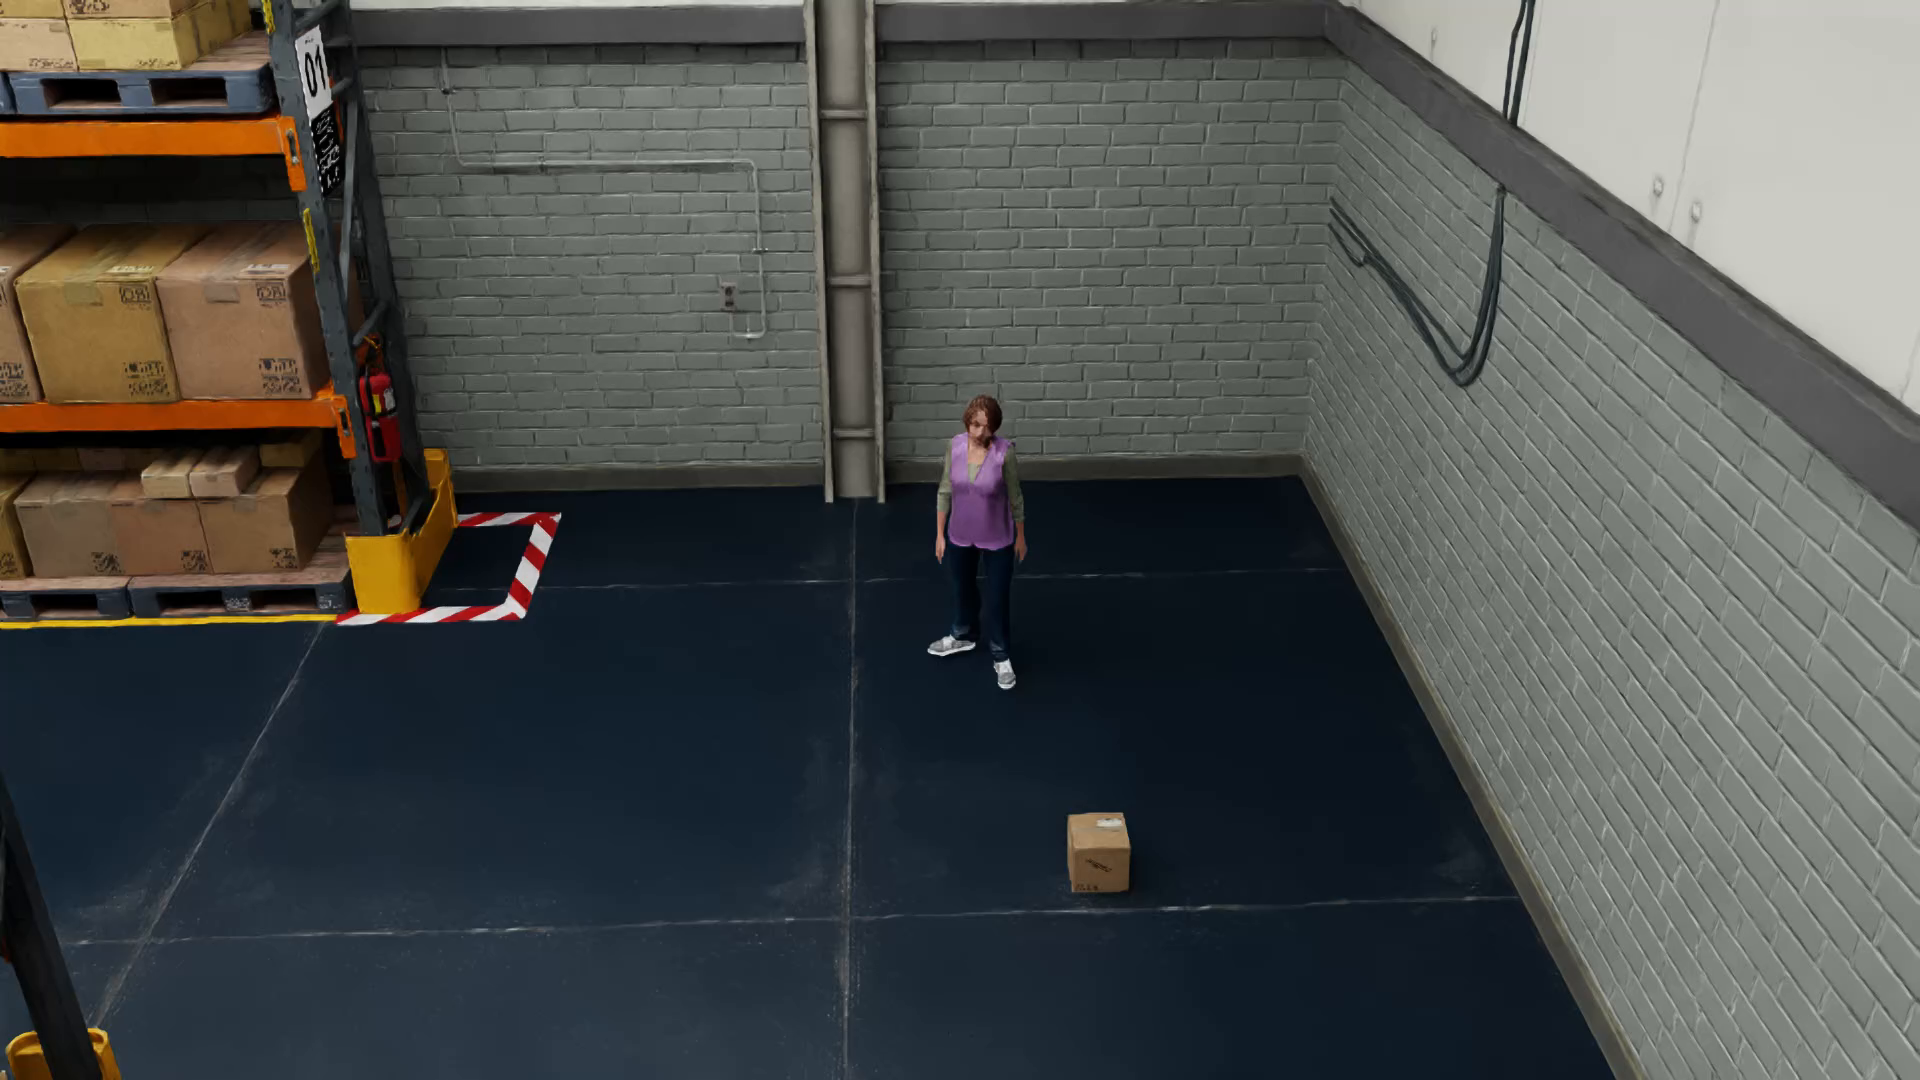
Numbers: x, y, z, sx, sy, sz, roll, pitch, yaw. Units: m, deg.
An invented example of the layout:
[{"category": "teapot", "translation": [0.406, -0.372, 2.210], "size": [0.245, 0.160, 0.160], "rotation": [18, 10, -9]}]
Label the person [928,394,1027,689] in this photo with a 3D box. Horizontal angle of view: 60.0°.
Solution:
[{"category": "person", "translation": [0.074, -0.020, 8.647], "size": [0.549, 1.604, 0.378], "rotation": [9, 29, 17]}]
